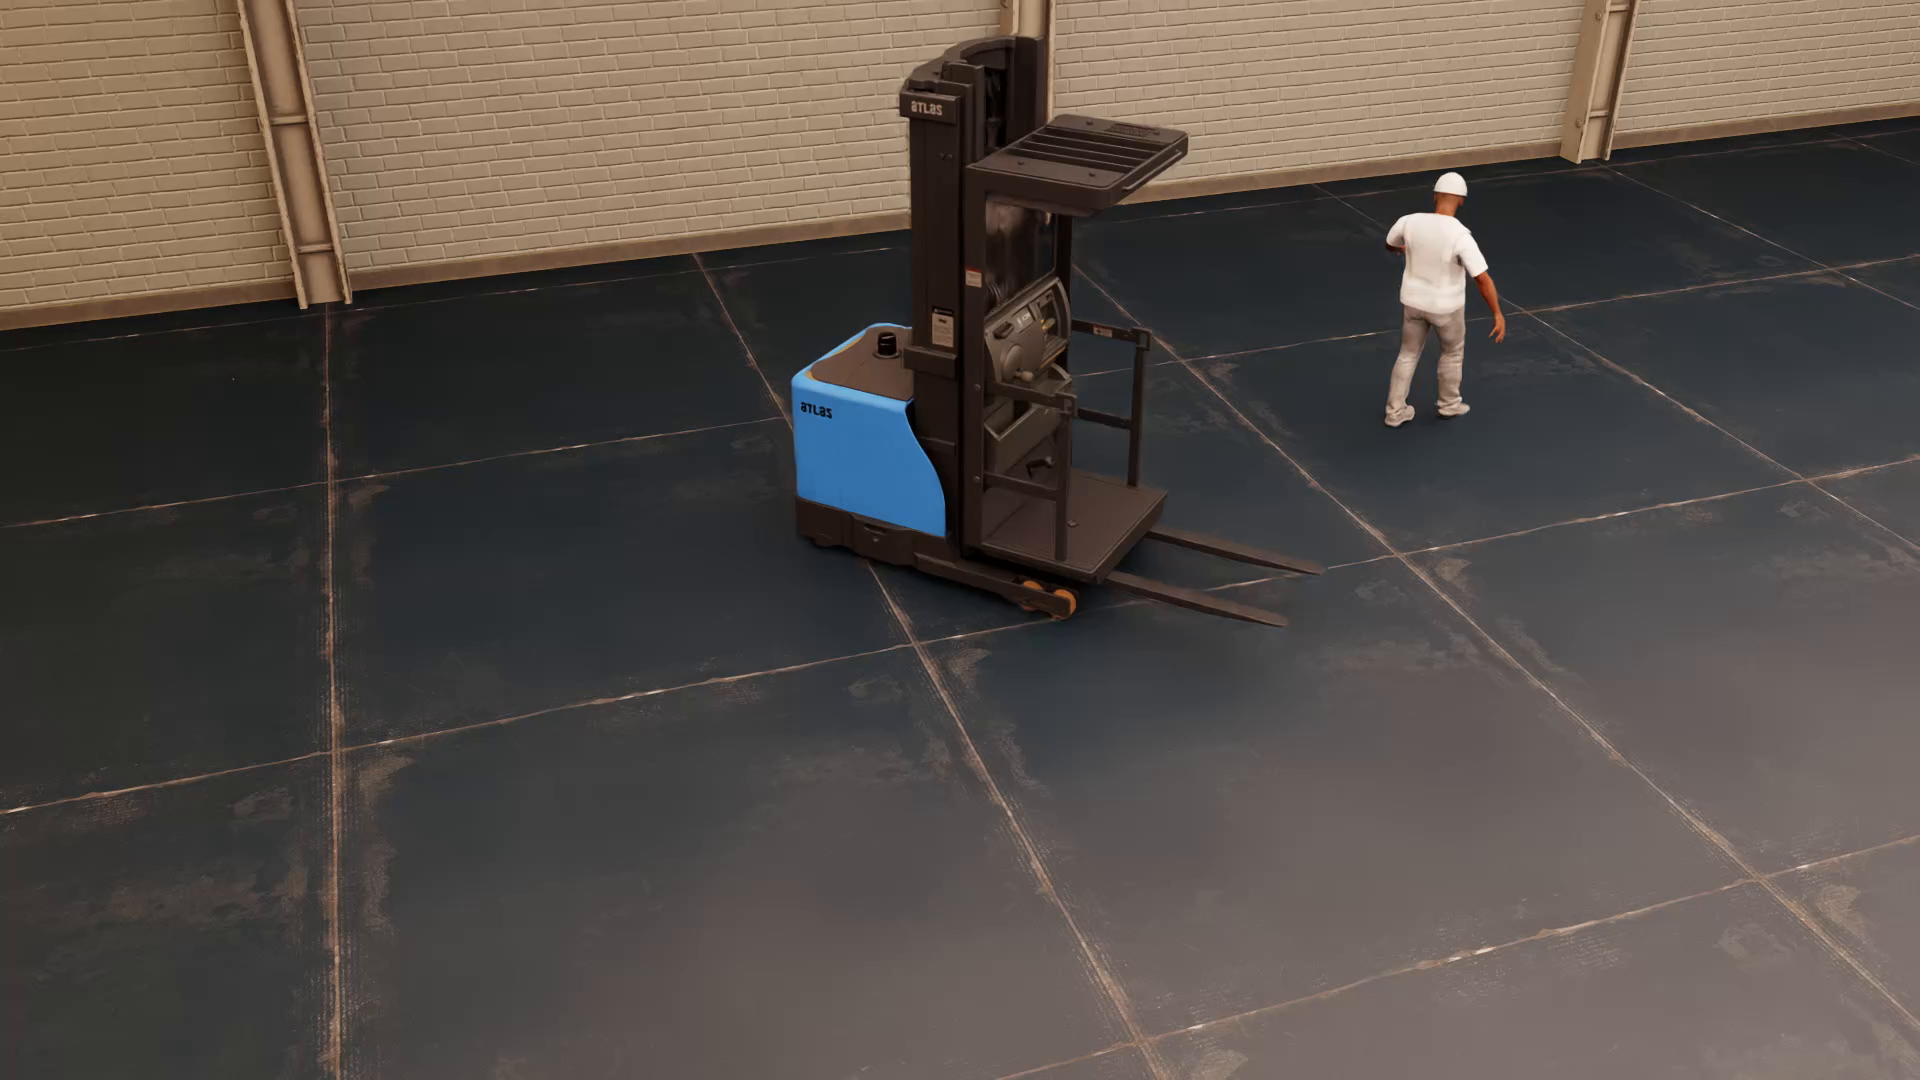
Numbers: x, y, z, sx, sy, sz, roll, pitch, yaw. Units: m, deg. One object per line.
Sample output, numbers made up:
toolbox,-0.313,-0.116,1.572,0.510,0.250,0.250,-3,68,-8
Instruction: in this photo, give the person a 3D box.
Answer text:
person,3.234,-1.598,11.090,1.052,1.765,0.705,26,39,37

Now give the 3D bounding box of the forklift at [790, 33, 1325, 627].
forklift,0.554,-1.130,9.050,3.031,2.935,1.130,15,33,25
